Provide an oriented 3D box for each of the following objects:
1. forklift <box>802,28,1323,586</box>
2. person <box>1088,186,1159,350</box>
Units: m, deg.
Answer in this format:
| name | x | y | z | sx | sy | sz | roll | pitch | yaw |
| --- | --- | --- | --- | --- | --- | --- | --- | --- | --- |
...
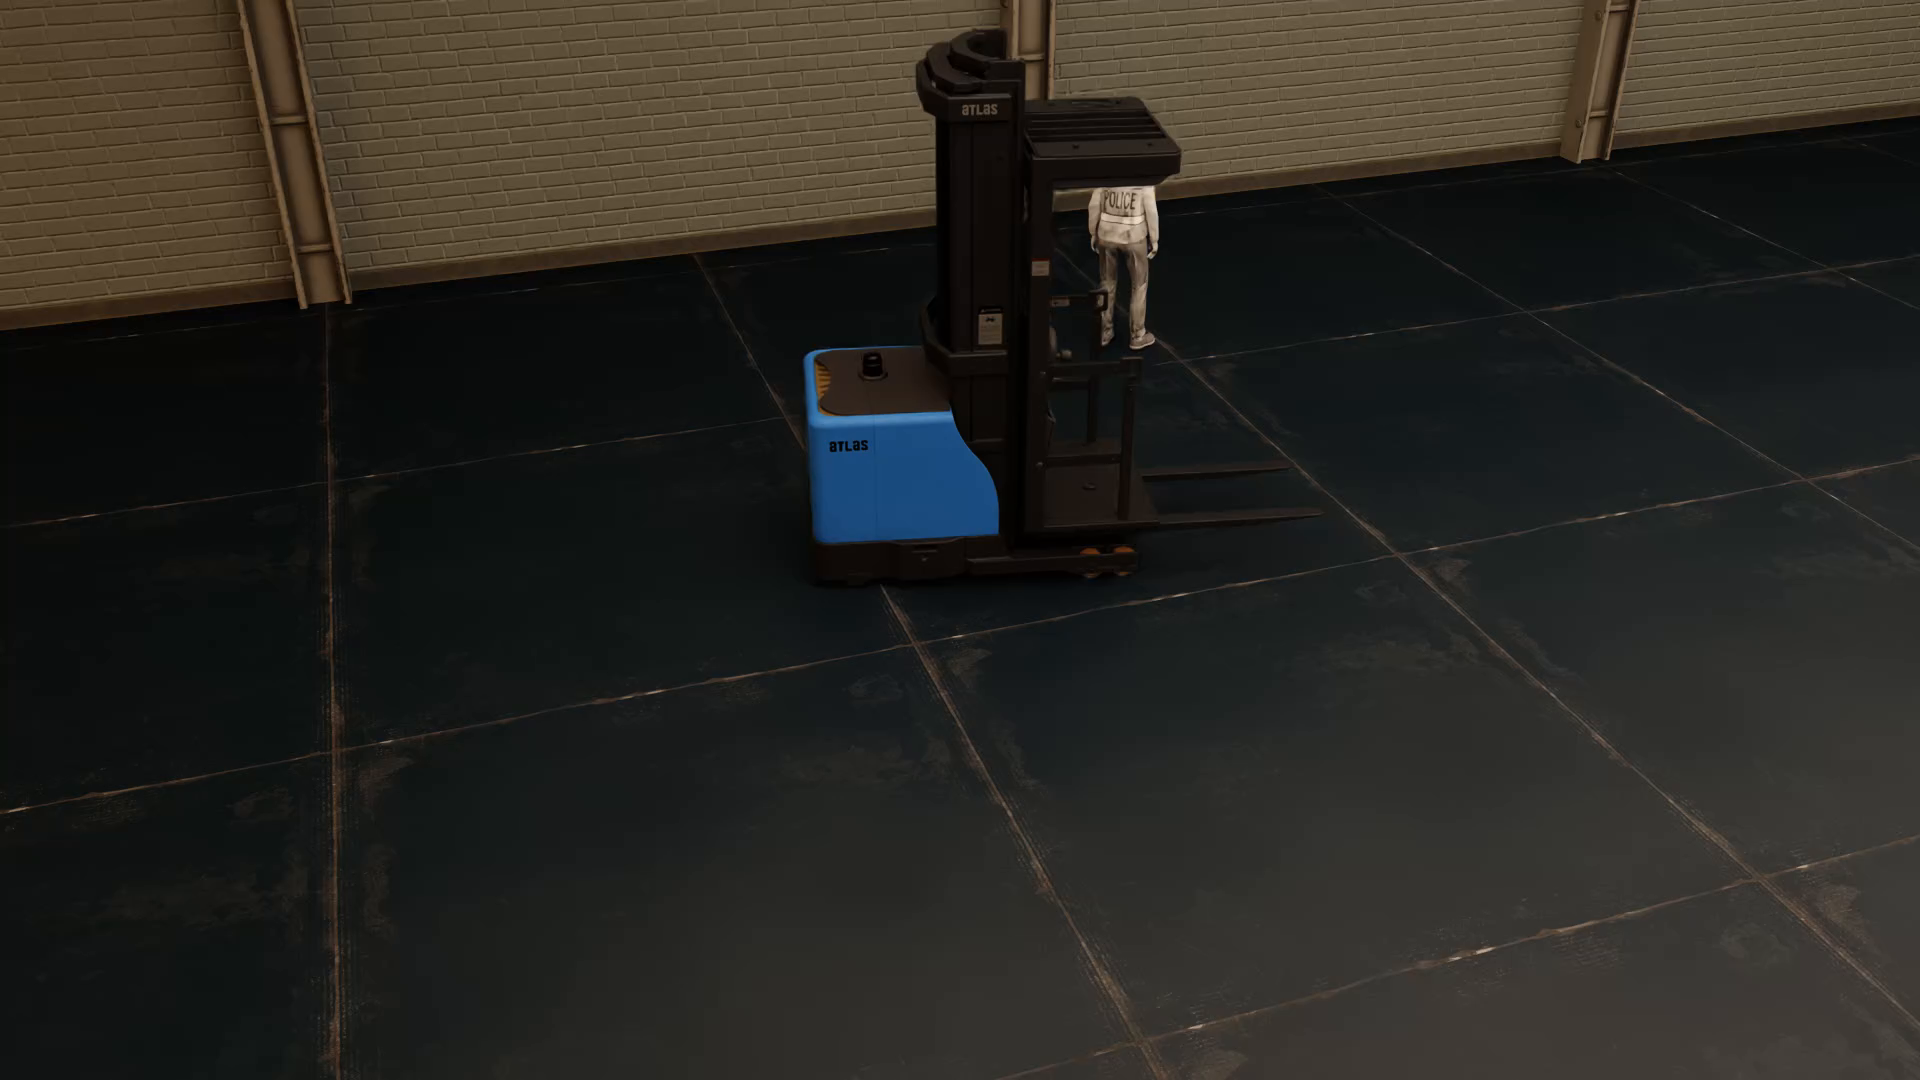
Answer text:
| name | x | y | z | sx | sy | sz | roll | pitch | yaw |
| --- | --- | --- | --- | --- | --- | --- | --- | --- | --- |
| forklift | 0.612 | -1.313 | 9.369 | 3.031 | 2.935 | 1.130 | -3 | 30 | -6 |
| person | 1.201 | -2.216 | 12.214 | 0.529 | 1.663 | 0.374 | 11 | 32 | 19 |
